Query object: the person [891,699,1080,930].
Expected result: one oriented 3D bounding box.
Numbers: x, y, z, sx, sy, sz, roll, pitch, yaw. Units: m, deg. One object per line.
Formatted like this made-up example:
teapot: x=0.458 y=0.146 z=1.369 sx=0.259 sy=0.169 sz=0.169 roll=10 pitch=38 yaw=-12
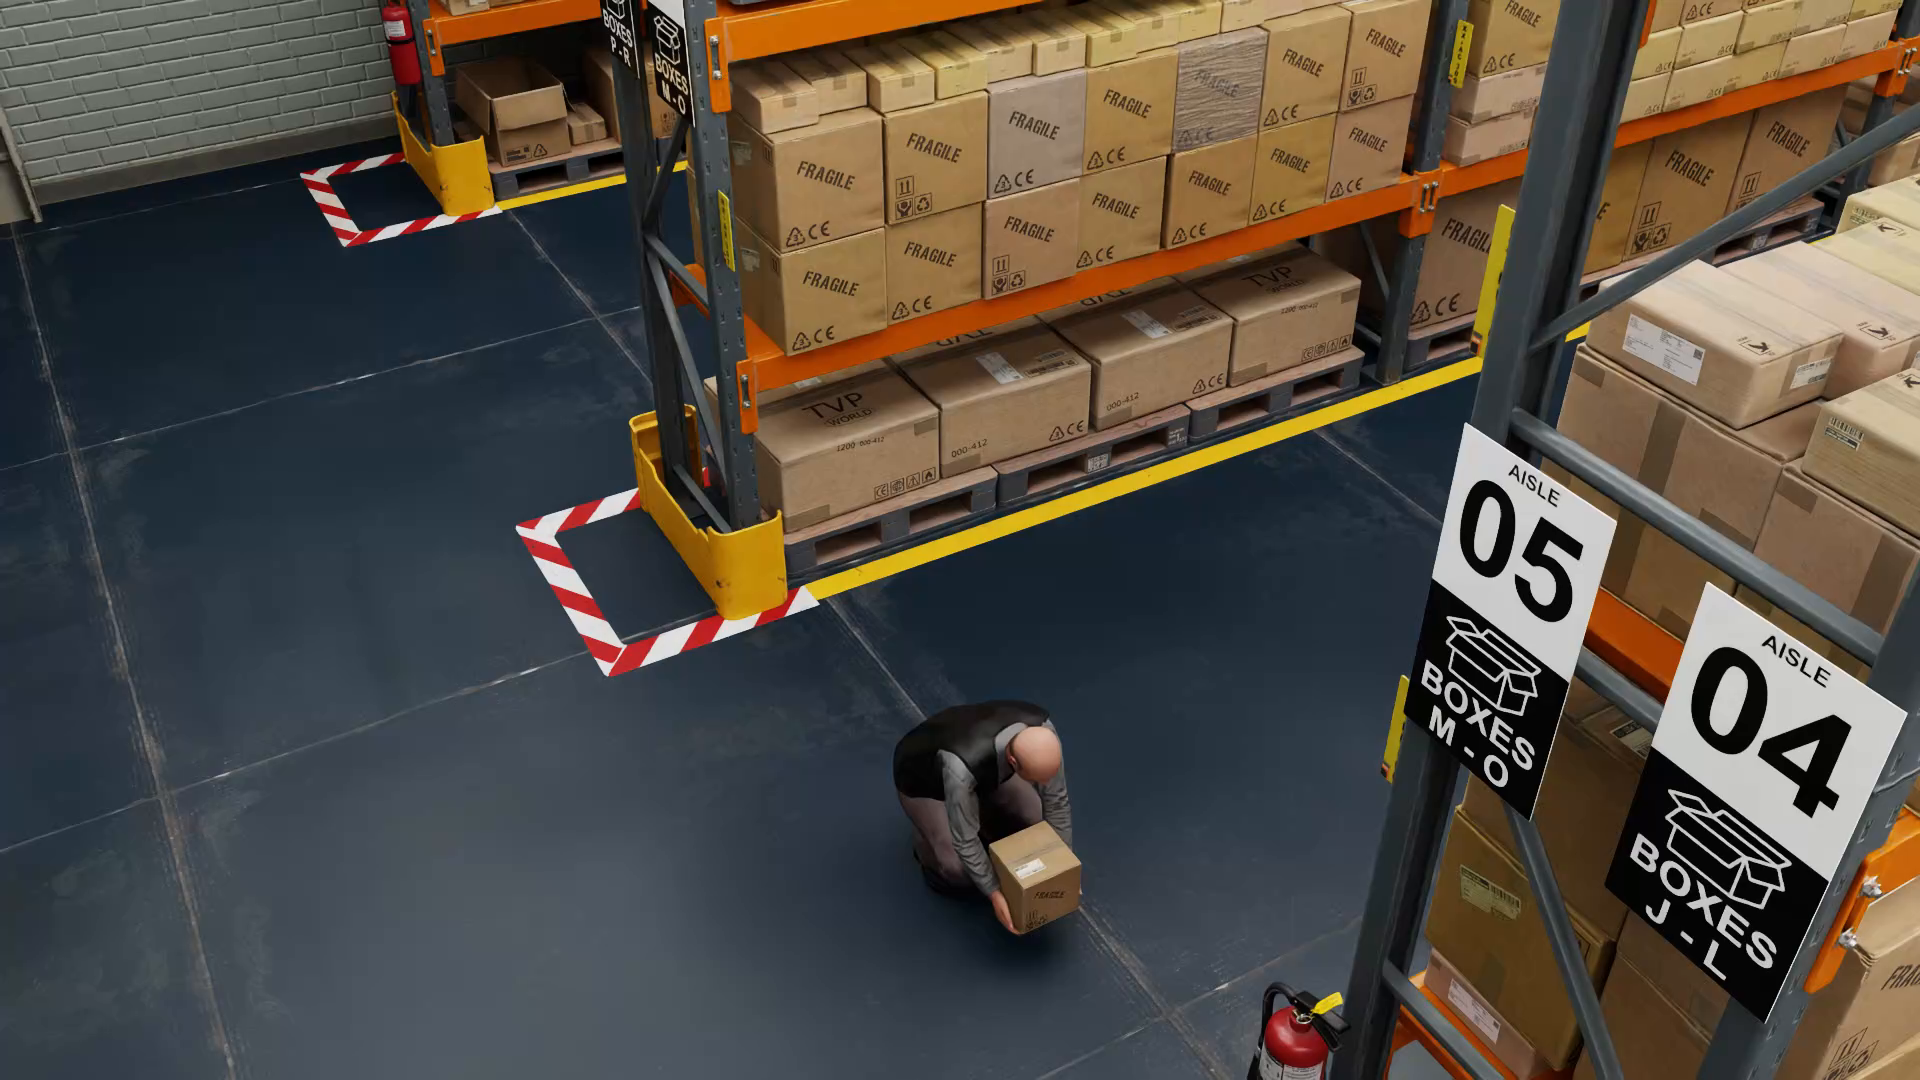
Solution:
person: x=0.110 y=0.959 z=6.298 sx=0.522 sy=0.973 sz=0.857 roll=-20 pitch=41 yaw=-25
